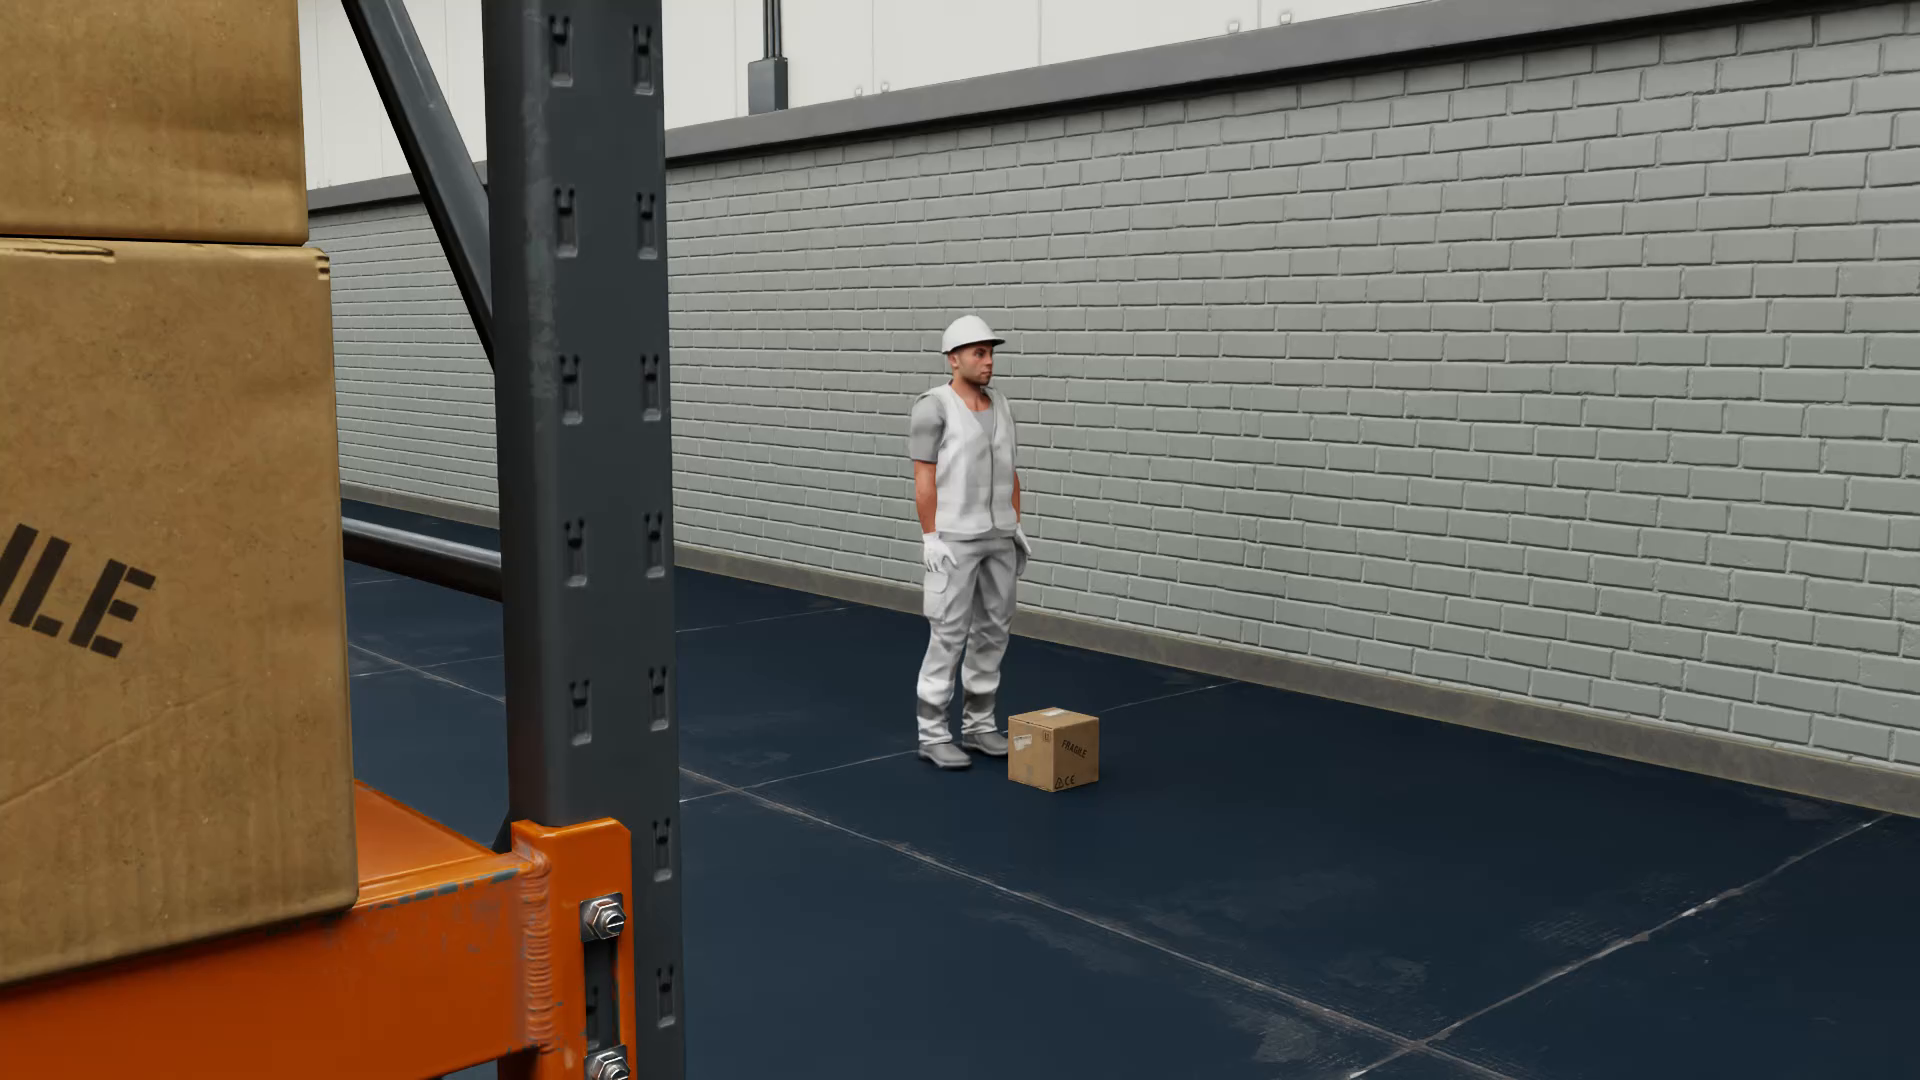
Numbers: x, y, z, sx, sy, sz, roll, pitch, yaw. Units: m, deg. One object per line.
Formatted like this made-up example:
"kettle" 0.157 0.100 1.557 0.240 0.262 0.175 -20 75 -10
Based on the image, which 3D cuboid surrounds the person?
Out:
"person" 0.046 -0.002 6.697 0.524 1.788 0.334 -6 10 -40
